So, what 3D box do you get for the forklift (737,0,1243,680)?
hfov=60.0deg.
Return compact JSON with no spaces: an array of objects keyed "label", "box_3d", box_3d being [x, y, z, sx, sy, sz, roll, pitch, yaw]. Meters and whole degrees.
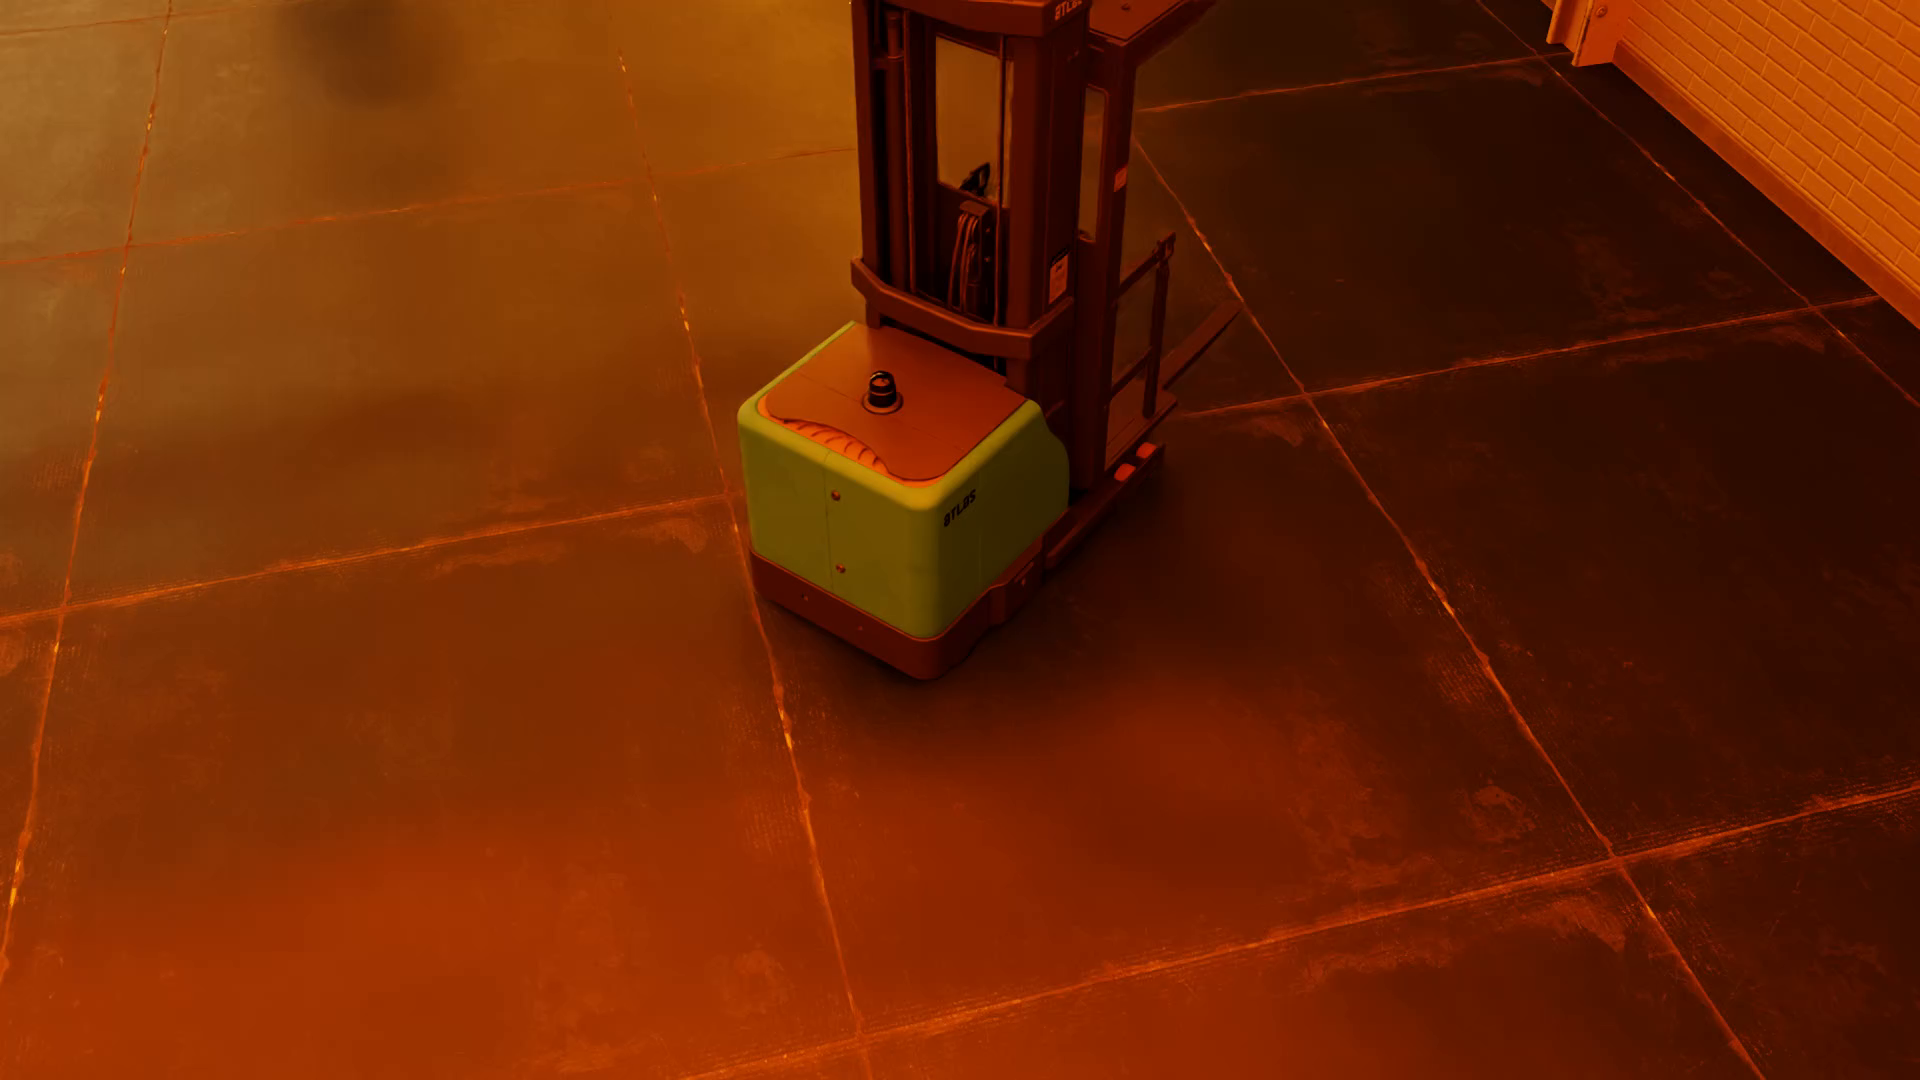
[{"label":"forklift","box_3d":[0.337,-1.445,7.174,1.130,2.935,3.031,26,49,25]}]
